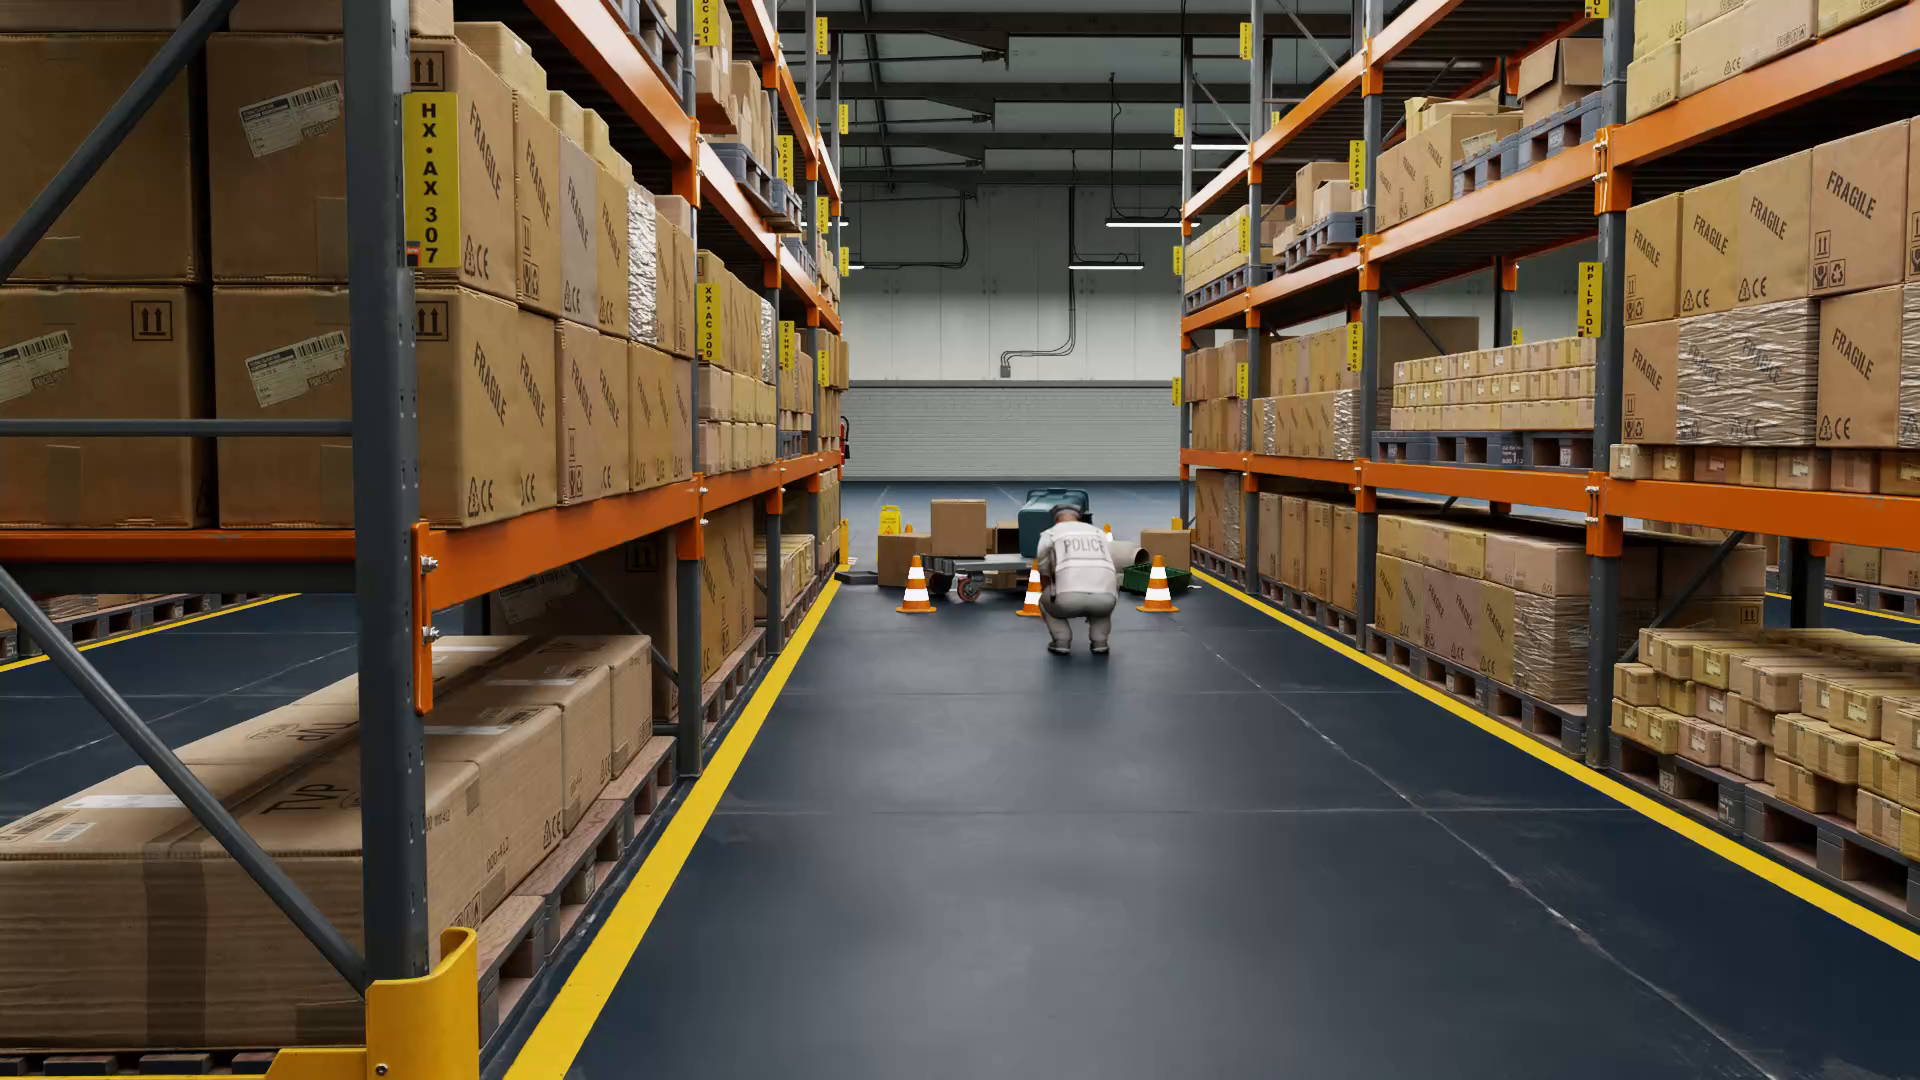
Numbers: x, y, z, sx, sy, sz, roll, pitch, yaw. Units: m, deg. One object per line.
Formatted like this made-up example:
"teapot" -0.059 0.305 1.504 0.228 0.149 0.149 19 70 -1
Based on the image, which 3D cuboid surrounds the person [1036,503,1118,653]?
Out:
"person" 0.810 0.262 11.485 0.553 1.010 0.903 0 4 -1
